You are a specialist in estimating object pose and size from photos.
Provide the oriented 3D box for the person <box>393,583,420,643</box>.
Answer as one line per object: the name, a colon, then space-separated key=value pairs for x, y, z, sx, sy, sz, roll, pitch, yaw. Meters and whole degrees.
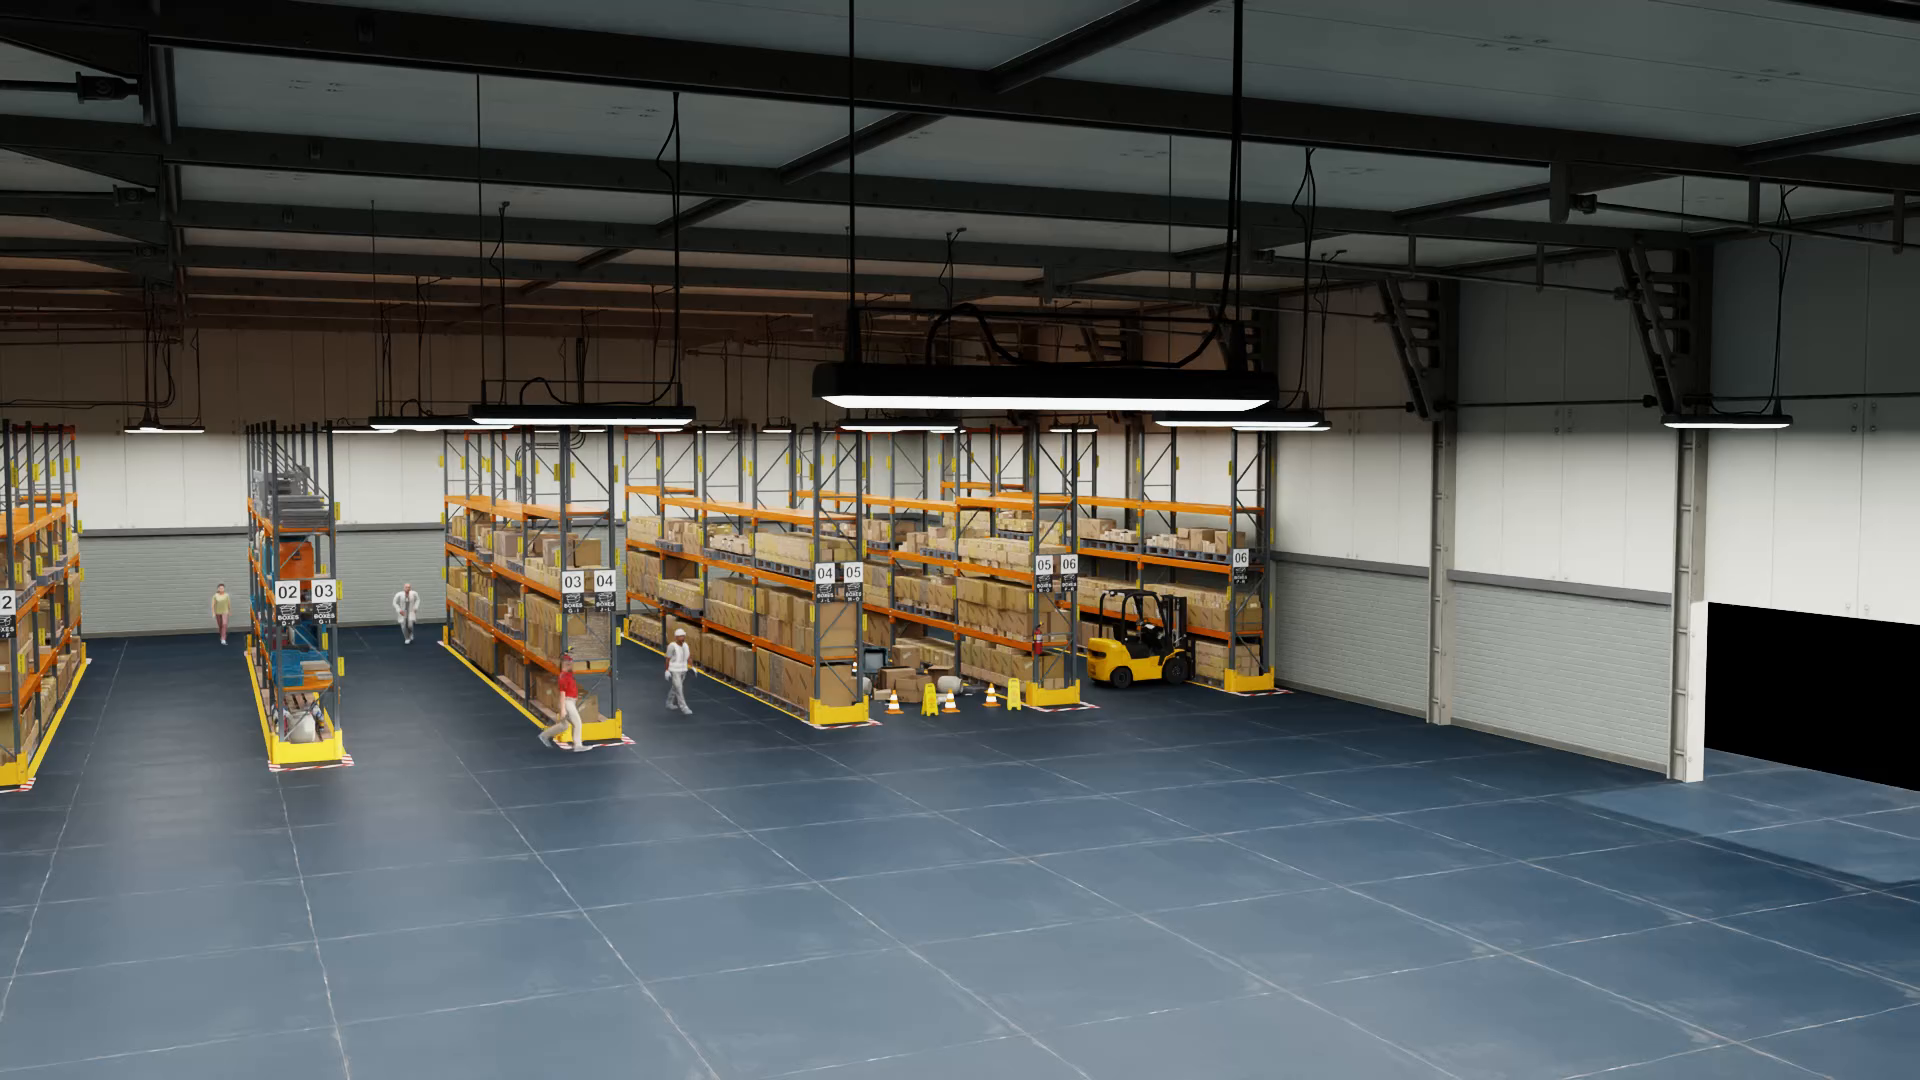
person: x=-15.277 y=2.023 z=45.899 sx=0.698 sy=1.683 sz=0.663 roll=-1 pitch=4 yaw=-14

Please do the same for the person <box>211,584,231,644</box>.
person: x=-20.387 y=2.023 z=45.827 sx=0.466 sy=1.613 sz=0.994 roll=-1 pitch=4 yaw=-8

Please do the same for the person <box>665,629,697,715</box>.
person: x=-5.761 y=2.684 z=34.263 sx=1.077 sy=1.716 sz=0.618 roll=3 pitch=5 yaw=41

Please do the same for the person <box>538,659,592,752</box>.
person: x=-7.180 y=2.987 z=30.174 sx=0.978 sy=1.675 sz=0.621 roll=0 pitch=4 yaw=-7
